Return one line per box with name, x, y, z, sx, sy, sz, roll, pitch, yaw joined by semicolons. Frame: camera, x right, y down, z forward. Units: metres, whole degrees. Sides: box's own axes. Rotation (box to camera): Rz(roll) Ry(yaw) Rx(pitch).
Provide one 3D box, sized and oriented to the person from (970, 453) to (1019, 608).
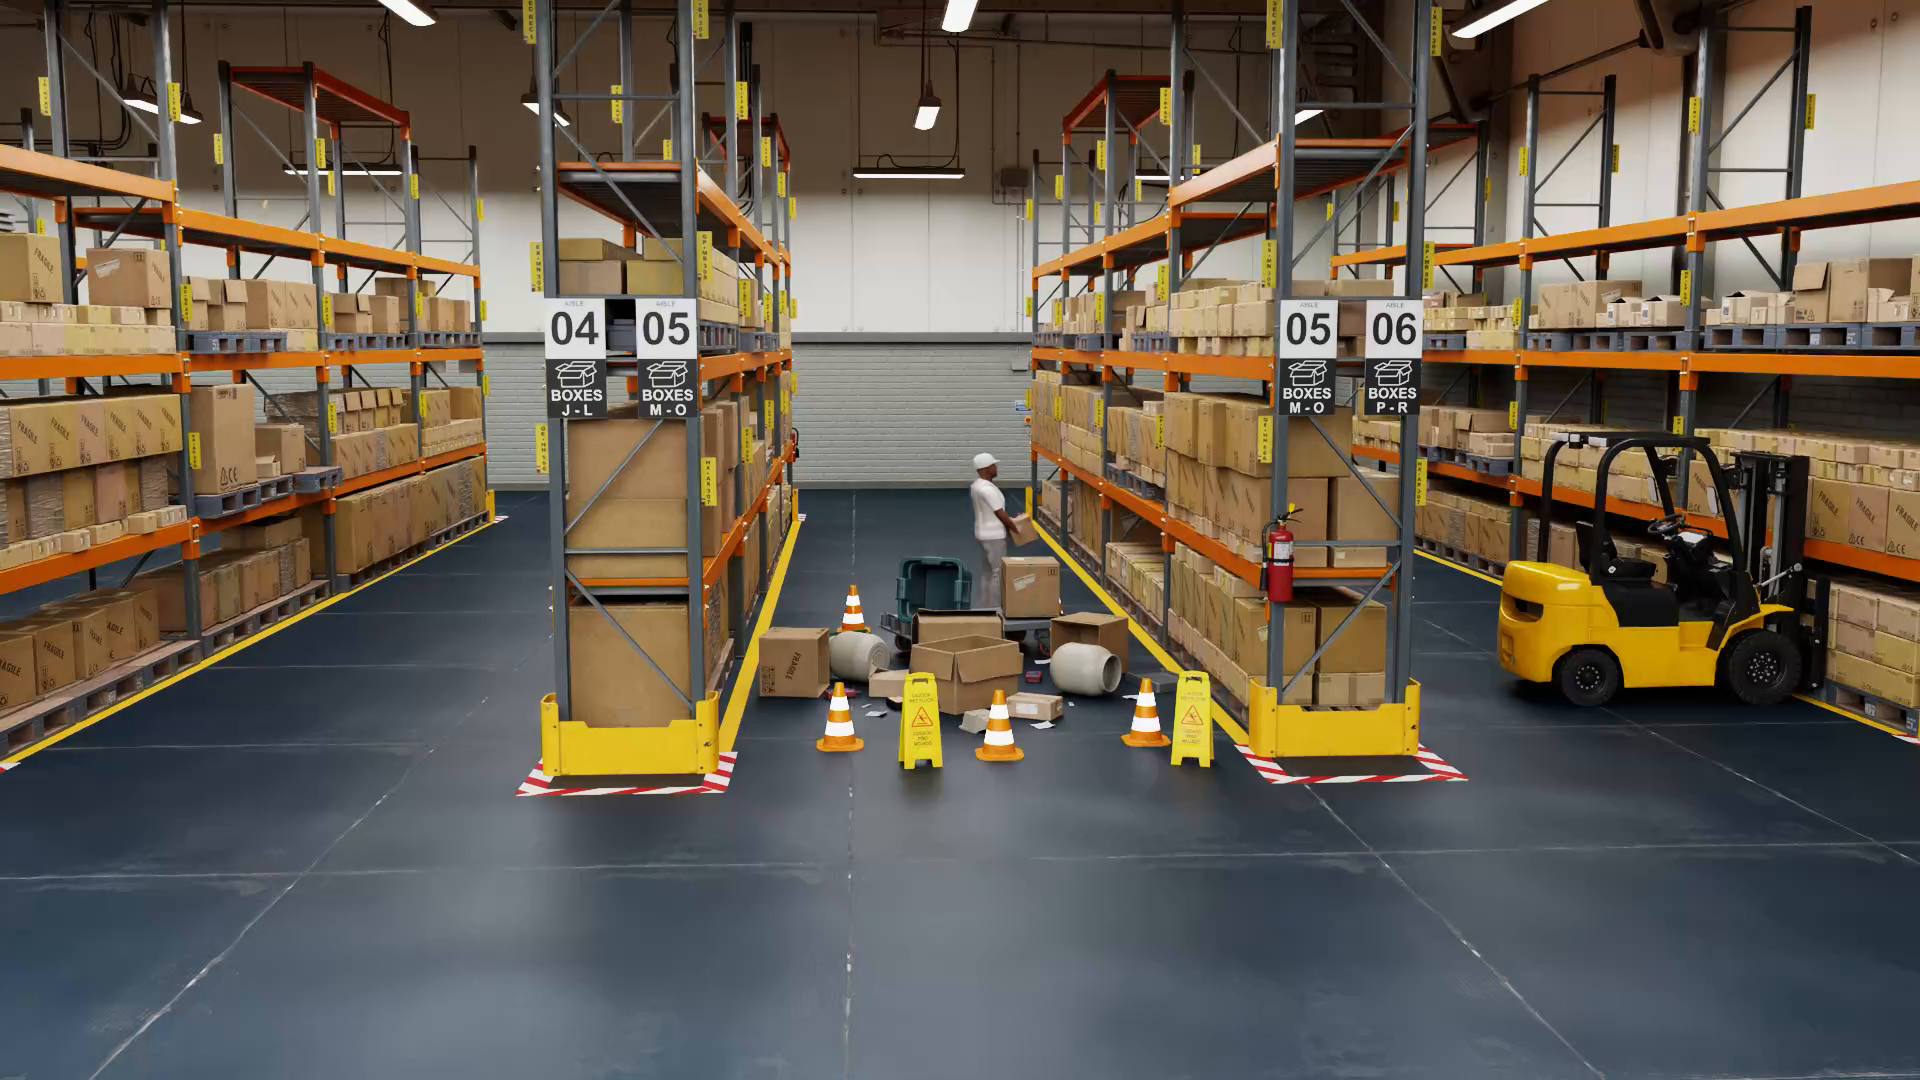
person;0.397;-0.023;17.312;0.559;1.772;0.543;-2;7;-13
